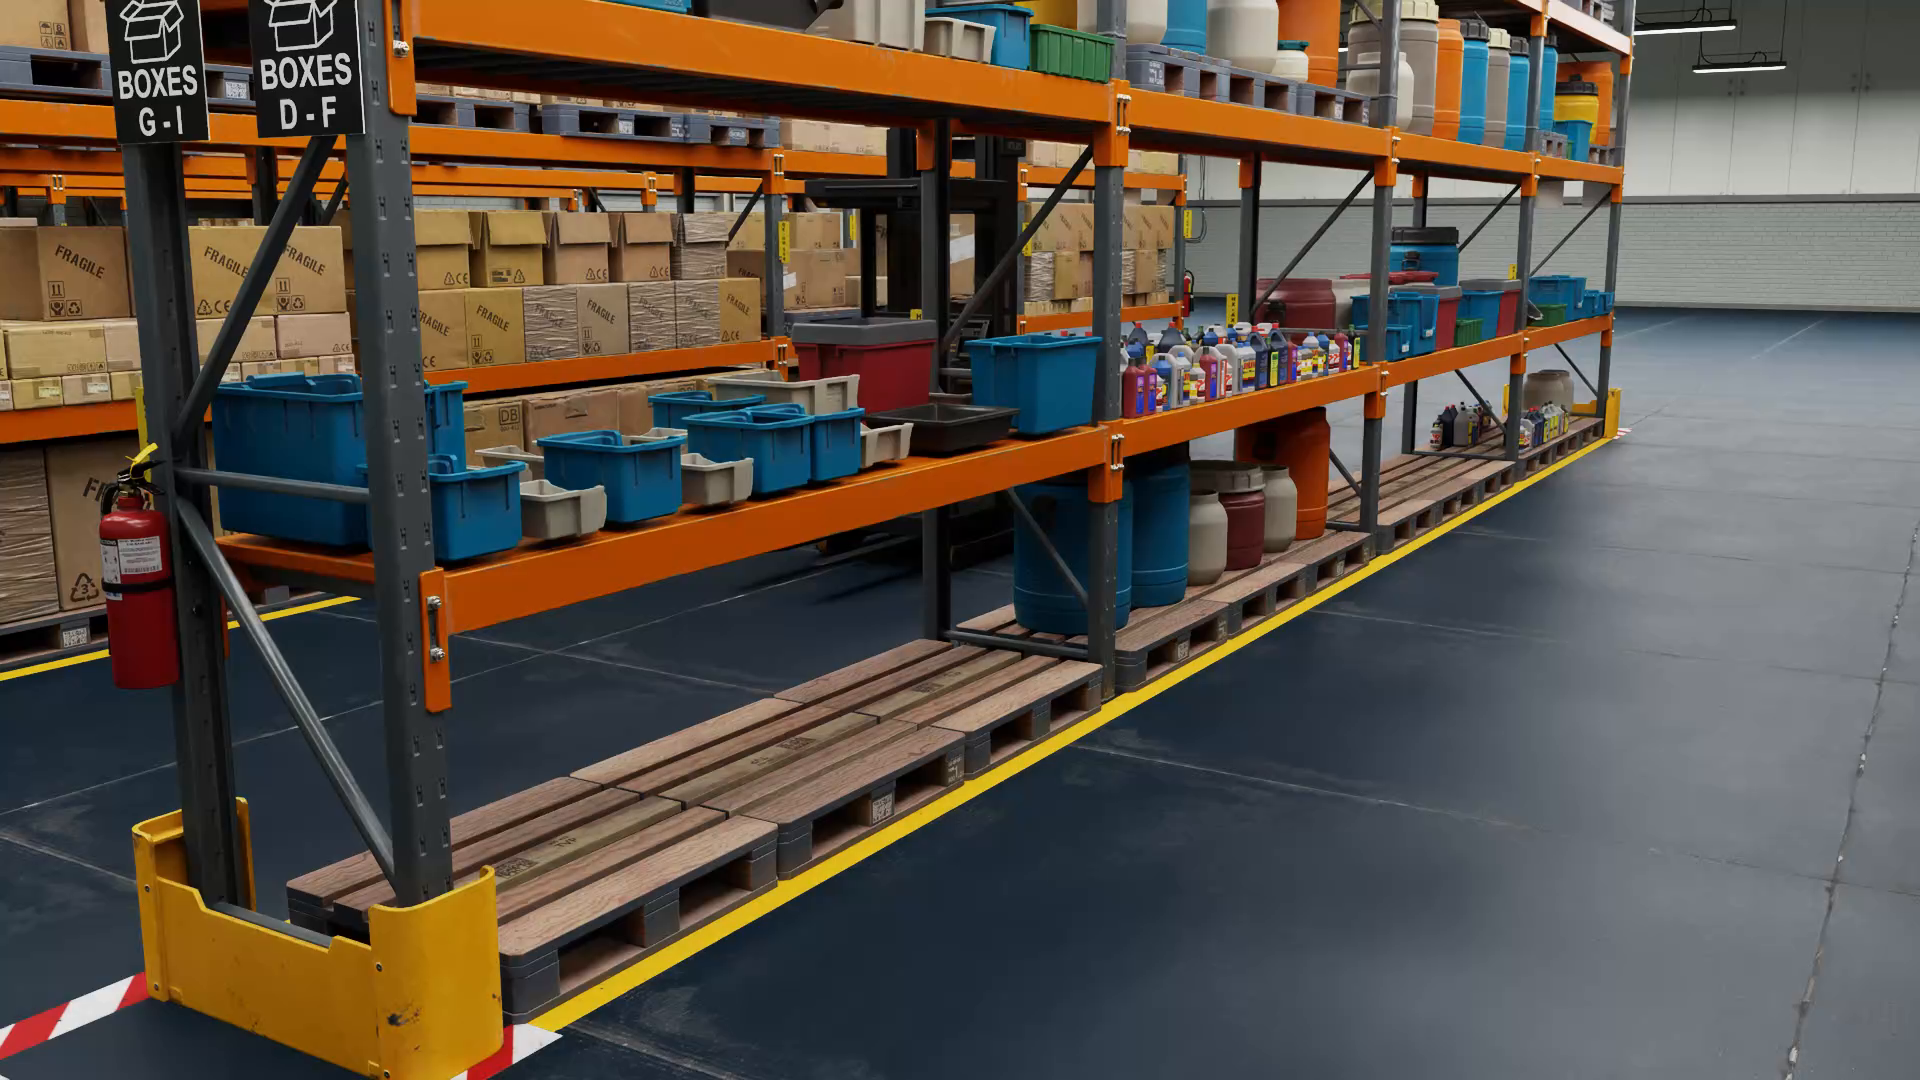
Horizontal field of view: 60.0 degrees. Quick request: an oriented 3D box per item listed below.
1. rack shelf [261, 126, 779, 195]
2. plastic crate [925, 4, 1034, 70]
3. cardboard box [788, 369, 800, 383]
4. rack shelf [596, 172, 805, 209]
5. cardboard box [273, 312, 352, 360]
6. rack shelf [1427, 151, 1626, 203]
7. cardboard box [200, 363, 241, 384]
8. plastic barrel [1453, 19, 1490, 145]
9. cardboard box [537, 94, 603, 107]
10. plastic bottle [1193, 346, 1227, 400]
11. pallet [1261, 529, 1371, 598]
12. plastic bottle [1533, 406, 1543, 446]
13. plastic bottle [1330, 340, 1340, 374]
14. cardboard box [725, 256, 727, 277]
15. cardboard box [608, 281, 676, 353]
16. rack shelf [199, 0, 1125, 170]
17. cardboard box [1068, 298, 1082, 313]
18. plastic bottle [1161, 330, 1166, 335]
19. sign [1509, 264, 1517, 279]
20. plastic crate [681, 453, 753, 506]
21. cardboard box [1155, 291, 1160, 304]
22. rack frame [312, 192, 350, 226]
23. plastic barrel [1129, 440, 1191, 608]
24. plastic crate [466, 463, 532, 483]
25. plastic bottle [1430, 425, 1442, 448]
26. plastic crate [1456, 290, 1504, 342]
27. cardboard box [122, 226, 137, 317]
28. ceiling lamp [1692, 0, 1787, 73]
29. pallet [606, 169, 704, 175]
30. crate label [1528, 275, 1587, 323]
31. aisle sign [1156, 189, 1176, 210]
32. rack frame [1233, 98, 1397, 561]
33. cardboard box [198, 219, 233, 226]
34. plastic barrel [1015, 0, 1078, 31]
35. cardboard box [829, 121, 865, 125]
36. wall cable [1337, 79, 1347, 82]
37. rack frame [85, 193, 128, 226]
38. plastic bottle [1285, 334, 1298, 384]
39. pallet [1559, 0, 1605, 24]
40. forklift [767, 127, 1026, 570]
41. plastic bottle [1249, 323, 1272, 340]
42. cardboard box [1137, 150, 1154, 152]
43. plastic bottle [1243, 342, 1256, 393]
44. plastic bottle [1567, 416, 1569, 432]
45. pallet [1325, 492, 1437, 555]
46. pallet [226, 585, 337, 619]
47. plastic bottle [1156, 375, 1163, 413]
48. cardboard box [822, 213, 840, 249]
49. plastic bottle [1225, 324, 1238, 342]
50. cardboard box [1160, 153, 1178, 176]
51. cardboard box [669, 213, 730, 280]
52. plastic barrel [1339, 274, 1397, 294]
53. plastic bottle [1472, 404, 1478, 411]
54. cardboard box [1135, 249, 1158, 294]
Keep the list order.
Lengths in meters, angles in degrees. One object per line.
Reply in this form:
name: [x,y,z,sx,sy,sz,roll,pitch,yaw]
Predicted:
rack shelf: [-2.921,-2.673,11.797,1.077,0.370,4.000,6,12,31]
plastic crate: [0.074,-1.983,6.610,0.416,0.233,0.300,6,12,31]
cardboard box: [-1.560,-1.331,14.385,0.500,0.250,0.500,7,13,33]
rack shelf: [-2.954,-4.421,21.133,1.077,0.370,4.000,6,12,31]
cardboard box: [-3.964,-1.215,9.808,0.500,0.250,0.500,6,12,30]
rack shelf: [5.466,-3.458,15.990,1.077,0.370,4.000,6,12,31]
cardboard box: [-4.238,-0.913,9.278,0.380,0.149,0.250,7,12,32]
plastic barrel: [3.670,-3.437,12.560,0.600,0.901,0.708,6,12,31]
cardboard box: [-2.925,-3.275,11.635,0.797,0.503,0.637,6,12,30]
plastic bottle: [1.320,-0.885,8.782,0.152,0.276,0.135,6,12,31]
pallet: [1.977,0.105,10.732,1.003,0.211,1.213,6,12,31]
plastic bottle: [5.299,-1.053,15.348,0.144,0.351,0.185,6,12,28]
plastic bottle: [2.310,-1.138,10.338,0.097,0.201,0.097,0,11,0]
cardboard box: [-3.164,-3.280,20.832,0.875,0.550,0.550,6,12,31]
cardboard box: [-2.458,-1.654,12.283,0.500,0.500,0.500,6,12,29]
rack shelf: [-0.765,-1.570,5.909,1.077,0.370,4.000,6,12,31]
cardboard box: [1.096,-2.533,17.929,0.380,0.149,0.250,6,12,31]
plastic bottle: [1.211,-1.121,10.024,0.061,0.283,0.133,6,12,31]
sign: [6.036,-2.841,18.139,0.100,0.325,0.005,6,12,31]
plastic crate: [-0.804,-0.192,5.294,0.250,0.136,0.298,6,12,31]
cardboard box: [2.169,-2.897,19.876,0.380,0.149,0.250,6,12,31]
rack frame: [-8.276,-3.442,22.104,1.000,3.000,0.127,6,12,31]
plastic barrel: [0.938,-0.134,8.996,0.600,0.901,0.708,6,12,31]
plastic crate: [-1.534,-0.180,5.235,0.396,0.136,0.243,6,12,31]
plastic bottle: [4.349,-0.950,15.200,0.097,0.201,0.097,0,11,0]
plastic crate: [4.120,-1.811,13.435,0.392,0.384,0.575,6,12,31]
cardboard box: [-4.689,-1.551,9.562,0.500,0.500,0.500,6,12,31]
ceiling lamp: [18.403,-12.616,38.938,2.000,3.185,0.800,6,12,31]
pallet: [-3.559,-4.544,20.077,1.003,0.211,1.213,6,12,31]
crate label: [5.780,-2.353,16.192,0.502,0.435,0.616,6,12,31]
aisle sign: [2.559,-4.383,20.067,0.394,0.787,0.004,6,12,31]
rack frame: [2.351,-1.393,11.159,1.000,3.000,0.127,6,12,31]
cardboard box: [-9.298,-3.942,20.789,0.380,0.149,0.250,7,13,34]
plastic barrel: [0.574,-2.700,8.337,0.600,0.588,0.600,0,11,0]
cardboard box: [-1.152,-3.764,14.043,0.500,0.500,0.500,6,12,31]
wall cable: [11.617,-15.163,50.762,3.097,2.526,0.112,6,12,31]
rack frame: [-12.520,-3.916,24.634,1.000,3.000,0.127,6,12,31]
plastic bottle: [1.912,-1.052,9.652,0.061,0.283,0.133,6,12,31]
pallet: [5.464,-5.007,15.757,1.003,0.211,1.213,6,12,31]
forklift: [-0.325,-1.341,11.069,1.130,2.935,3.031,6,12,30]
plastic bottle: [1.980,-1.281,10.894,0.152,0.276,0.135,6,12,31]
cardboard box: [2.000,-4.523,19.048,0.380,0.149,0.250,6,12,31]
plastic bottle: [1.575,-0.950,9.143,0.097,0.271,0.097,0,11,0]
plastic bottle: [5.925,-1.161,16.330,0.097,0.201,0.097,0,11,0]
pallet: [2.786,-0.141,12.047,1.003,0.211,1.213,6,12,31]
pallet: [-4.421,0.245,9.984,1.003,0.211,1.213,6,12,31]
plastic bottle: [0.942,-0.724,8.126,0.097,0.201,0.097,0,11,0]
cardboard box: [-2.142,-4.164,22.618,0.875,0.550,0.550,6,12,31]
plastic bottle: [1.766,-1.277,10.889,0.097,0.271,0.097,0,11,0]
cardboard box: [2.238,-4.425,19.610,0.500,0.250,0.500,7,13,32]
cardboard box: [-2.276,-2.295,12.979,0.797,0.503,0.637,7,13,33]
plastic barrel: [3.138,-1.776,12.835,0.433,0.535,0.433,0,11,0]
plastic bottle: [5.066,-1.202,16.354,0.097,0.271,0.097,0,11,0]
cardboard box: [1.805,-3.146,19.441,0.875,0.500,0.500,6,12,31]
